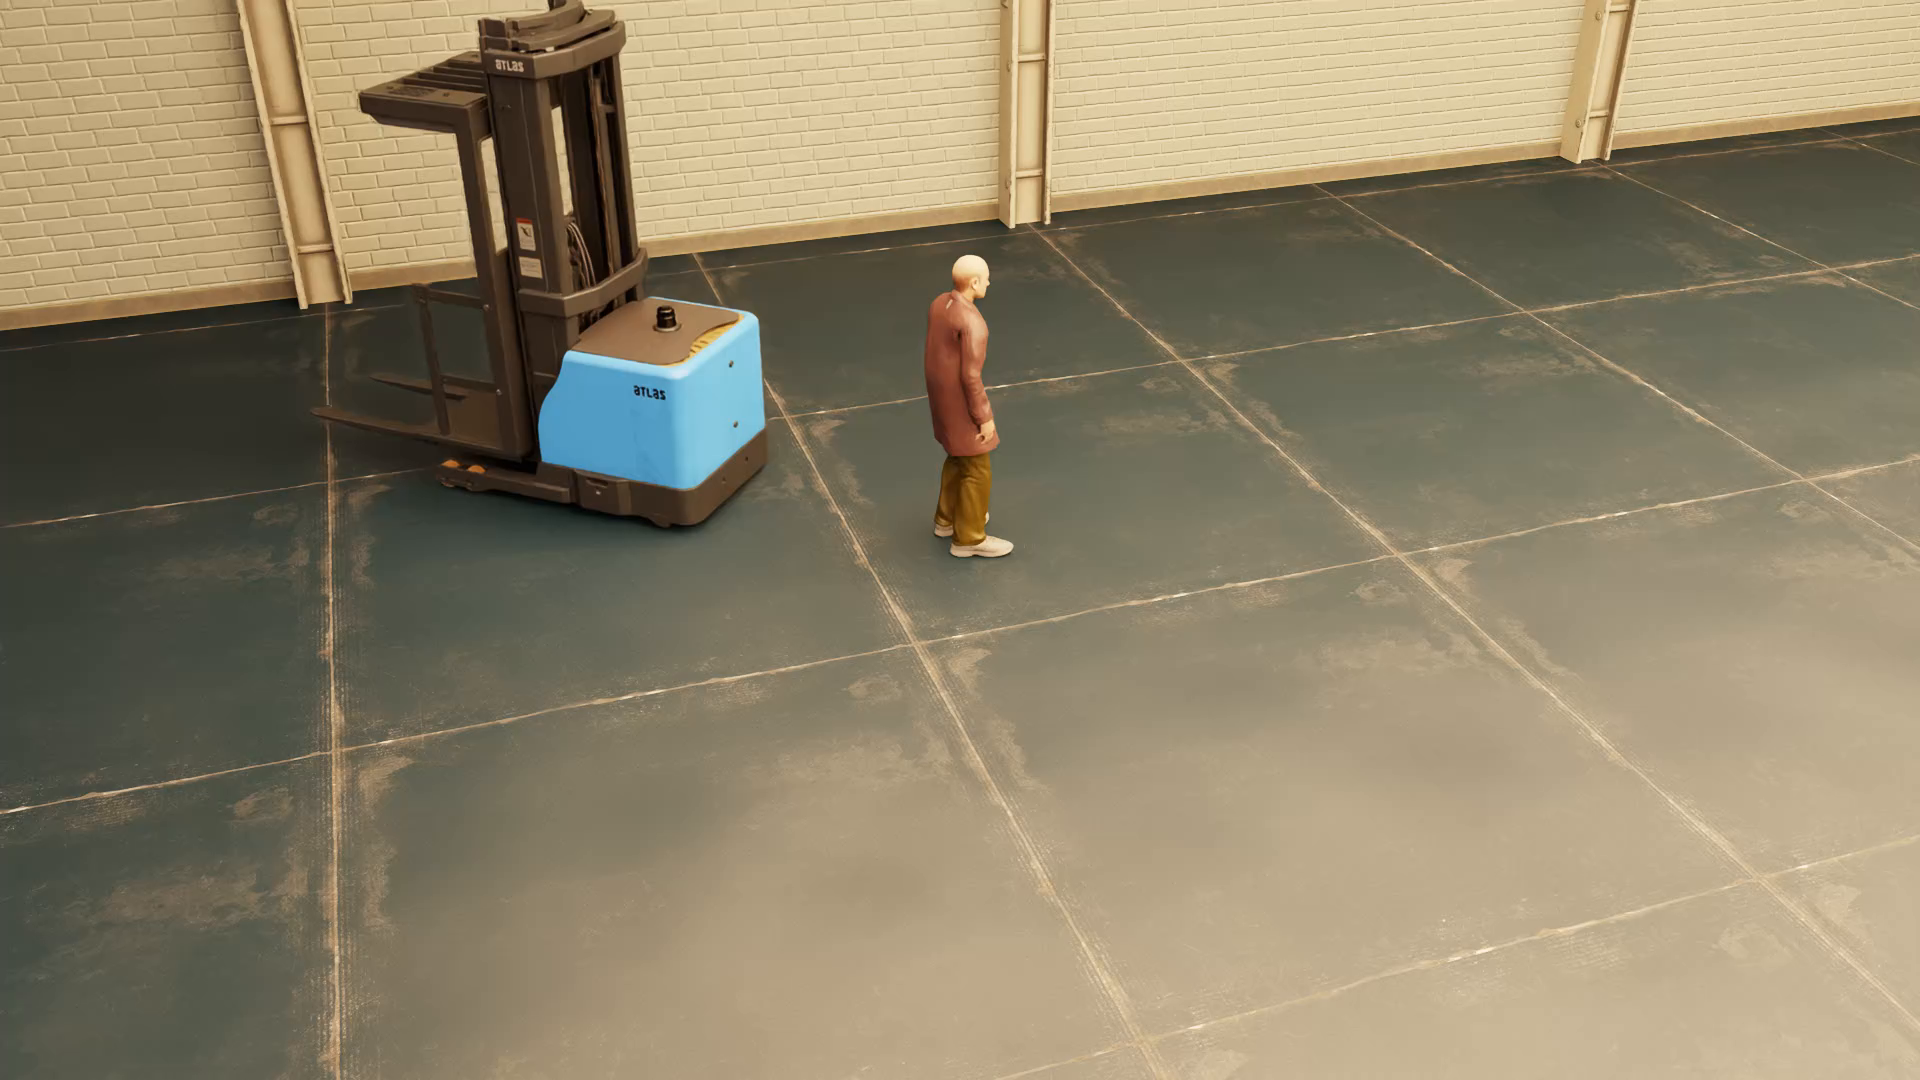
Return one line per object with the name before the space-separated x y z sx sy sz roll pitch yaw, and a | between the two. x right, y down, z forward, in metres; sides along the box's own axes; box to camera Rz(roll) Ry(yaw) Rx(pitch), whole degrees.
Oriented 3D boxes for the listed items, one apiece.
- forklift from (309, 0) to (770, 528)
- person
forklift | -2.806 -1.805 10.224 3.031 2.935 1.130 11 32 19
person | 0.024 -0.784 9.611 0.434 1.772 0.645 -11 32 -19
